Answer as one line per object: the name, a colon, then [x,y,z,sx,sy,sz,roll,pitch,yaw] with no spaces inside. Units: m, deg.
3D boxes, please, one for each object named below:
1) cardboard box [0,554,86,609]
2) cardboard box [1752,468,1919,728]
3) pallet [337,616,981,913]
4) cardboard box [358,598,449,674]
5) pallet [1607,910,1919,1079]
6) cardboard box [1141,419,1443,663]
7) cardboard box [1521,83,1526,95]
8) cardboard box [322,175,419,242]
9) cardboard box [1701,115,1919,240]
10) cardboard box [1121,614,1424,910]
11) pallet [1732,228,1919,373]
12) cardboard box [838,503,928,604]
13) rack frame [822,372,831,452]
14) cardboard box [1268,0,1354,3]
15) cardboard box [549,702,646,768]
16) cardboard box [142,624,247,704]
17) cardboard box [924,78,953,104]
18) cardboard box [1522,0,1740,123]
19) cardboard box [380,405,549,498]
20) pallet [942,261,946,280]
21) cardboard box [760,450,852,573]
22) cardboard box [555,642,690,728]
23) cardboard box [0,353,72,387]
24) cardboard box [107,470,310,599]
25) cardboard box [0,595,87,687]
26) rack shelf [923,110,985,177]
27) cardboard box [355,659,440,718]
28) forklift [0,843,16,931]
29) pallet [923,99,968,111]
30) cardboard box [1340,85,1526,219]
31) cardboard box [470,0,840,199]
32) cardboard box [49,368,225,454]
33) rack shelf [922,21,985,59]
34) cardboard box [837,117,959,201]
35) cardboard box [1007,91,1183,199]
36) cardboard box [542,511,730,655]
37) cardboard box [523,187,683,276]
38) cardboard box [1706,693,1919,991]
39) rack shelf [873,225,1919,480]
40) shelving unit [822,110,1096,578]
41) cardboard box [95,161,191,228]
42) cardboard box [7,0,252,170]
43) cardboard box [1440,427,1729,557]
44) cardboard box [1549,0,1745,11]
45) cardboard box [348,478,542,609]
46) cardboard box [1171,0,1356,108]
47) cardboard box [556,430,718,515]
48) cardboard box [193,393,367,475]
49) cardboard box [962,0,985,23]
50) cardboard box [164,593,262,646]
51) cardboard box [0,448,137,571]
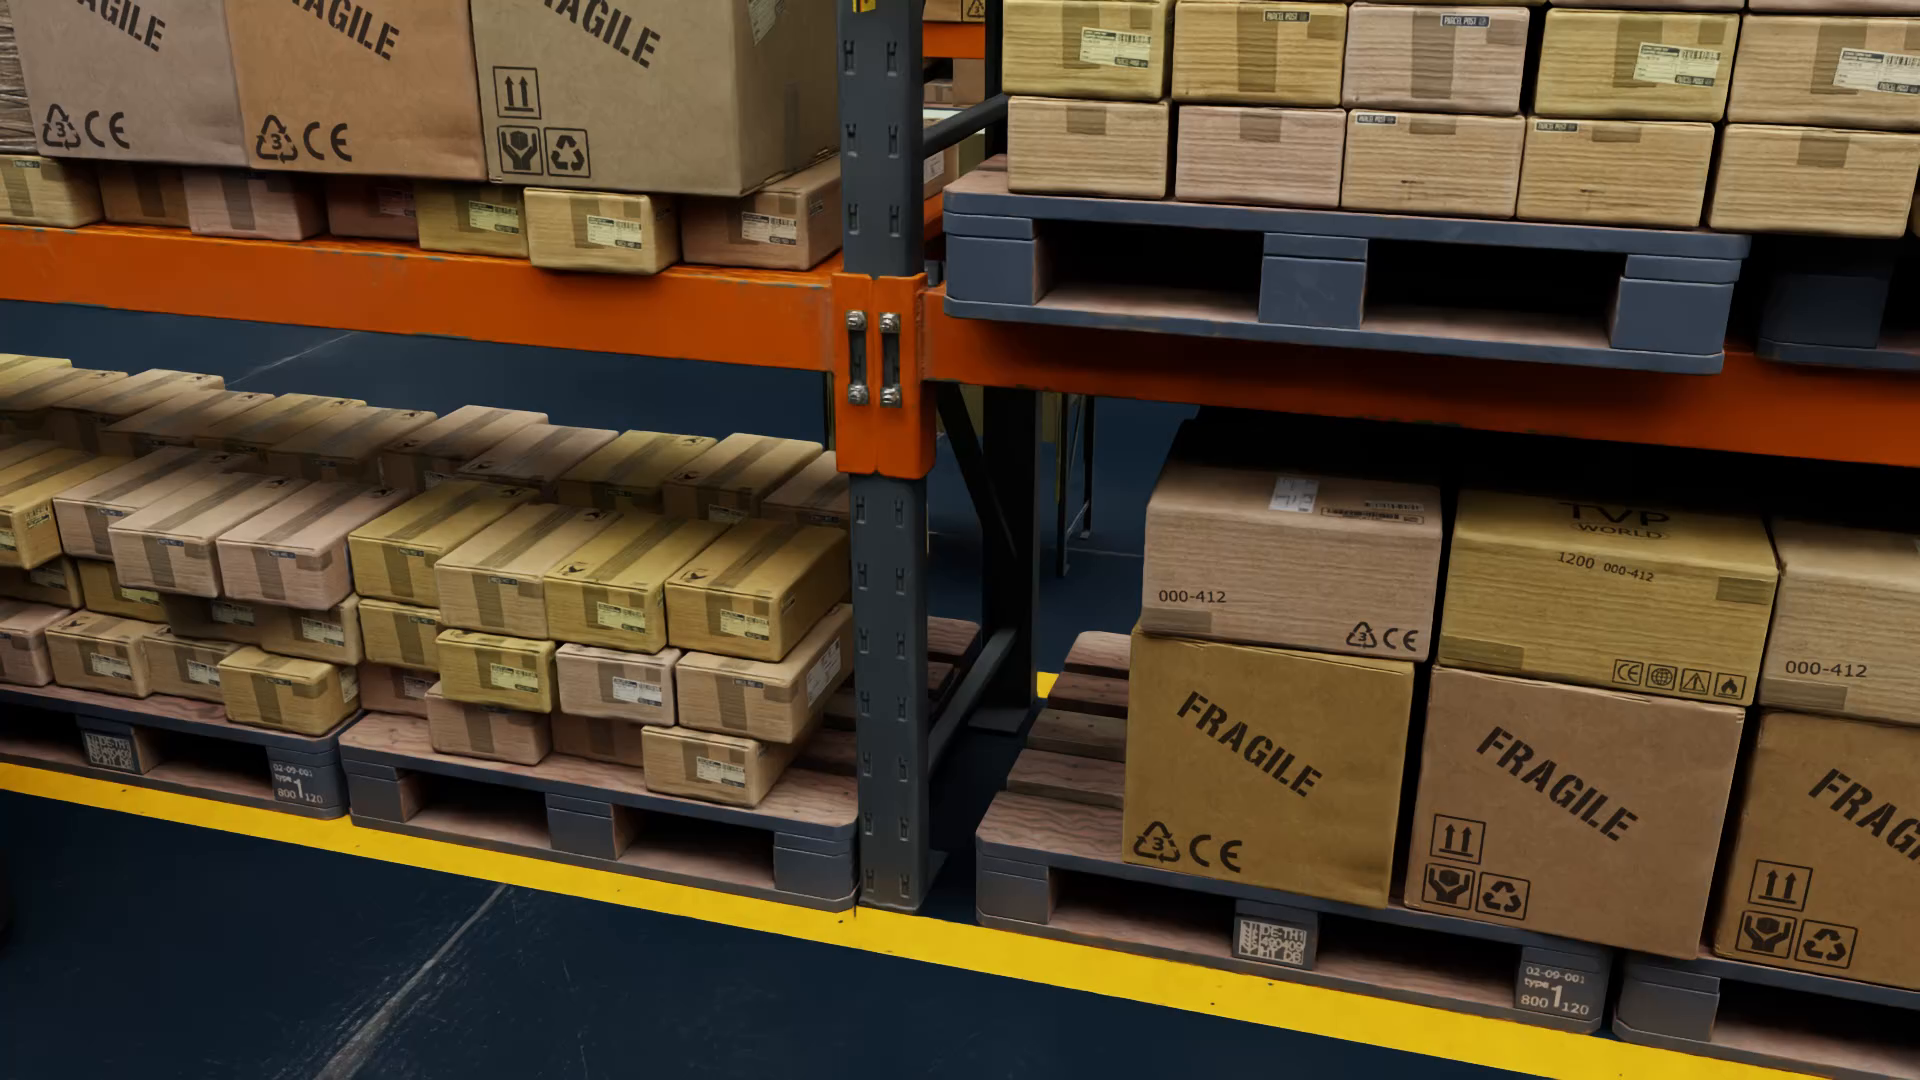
cardboard box: [-2.133,0.014,4.095,0.250,0.149,0.380,8,24,18]
cardboard box: [1.624,0.100,2.826,0.500,0.250,0.500,7,23,18]
pallet: [-0.657,0.422,3.963,1.213,0.211,1.003,7,23,16]
cardboard box: [-1.134,0.150,3.764,0.250,0.149,0.380,7,23,16]
pallet: [1.913,0.701,3.284,1.213,0.211,1.003,7,23,16]
cardboard box: [0.627,-0.015,3.106,0.500,0.250,0.500,6,23,13]
cardboard box: [1.160,-0.830,3.118,0.250,0.149,0.380,5,23,13]
cardboard box: [-1.089,-0.730,3.429,0.250,0.149,0.380,6,23,14]
cardboard box: [1.229,-0.562,2.466,0.250,0.149,0.380,6,23,13]
cardboard box: [0.627,0.332,3.248,0.500,0.500,0.500,7,23,18]
pallet: [1.918,-0.482,2.746,1.213,0.211,1.003,7,23,16]
cardboard box: [-0.259,0.024,4.071,0.250,0.149,0.380,8,24,18]
rack frame: [-0.344,-0.733,5.081,0.023,1.500,0.400,7,23,16]
cardboard box: [0.509,-0.922,2.559,0.250,0.149,0.380,7,23,17]
cardboard box: [-0.703,0.339,3.693,0.250,0.149,0.380,7,23,17]
cardboard box: [-1.699,0.232,3.956,0.250,0.149,0.380,7,23,17]
cardboard box: [-0.117,-3.572,13.230,0.250,0.149,0.380,6,23,13]
cardboard box: [0.985,-0.729,2.479,0.250,0.149,0.380,6,23,13]
cardboard box: [-1.253,-0.210,4.249,0.250,0.149,0.380,7,23,17]
pallet: [0.623,-1.439,8.499,1.213,0.211,1.003,7,23,16]
cardboard box: [-0.274,-0.071,3.910,0.250,0.149,0.380,8,23,18]
cardboard box: [-0.660,0.236,3.554,0.250,0.149,0.380,5,23,13]
cardboard box: [-2.745,-0.400,4.711,0.250,0.149,0.380,6,23,14]
cardboard box: [-1.690,-0.019,3.782,0.250,0.149,0.380,6,23,14]
cardboard box: [-2.212,0.196,4.042,0.250,0.149,0.380,5,23,13]
rack shelf: [0.006,-1.054,4.836,0.720,0.370,0.431,7,23,16]
cardboard box: [-1.191,0.261,3.885,0.250,0.149,0.380,6,23,14]
forklift: [-3.319,-0.323,2.195,3.031,2.935,1.130,-17,28,-36]
pallet: [-0.234,-3.474,13.460,1.213,0.211,1.003,7,23,16]
cardboard box: [0.745,-0.618,2.602,0.250,0.149,0.380,7,23,16]
cardboard box: [-0.549,-0.942,3.089,0.500,0.500,0.500,7,23,16]
cardboard box: [-2.242,-0.339,4.563,0.250,0.149,0.380,7,23,17]
rack shelf: [-0.586,-2.503,8.368,4.000,0.370,1.077,7,23,16]
cardboard box: [-0.181,-0.841,3.699,0.250,0.149,0.380,7,23,17]
cardboard box: [0.240,-0.675,2.741,0.250,0.149,0.380,5,23,13]
cardboard box: [-0.676,0.084,3.532,0.250,0.149,0.380,7,23,16]
cardboard box: [-0.623,-0.626,3.175,0.250,0.149,0.380,6,23,14]
cardboard box: [1.639,0.442,2.980,0.500,0.500,0.500,7,23,16]
rack shelf: [1.911,-0.255,2.888,4.000,0.370,1.077,7,23,16]
shelving unit: [0.006,-0.693,4.984,0.755,1.500,0.431,7,23,16]
cardboard box: [-1.599,-0.780,3.551,0.250,0.149,0.380,6,23,15]
cardboard box: [-1.522,-1.054,3.363,0.500,0.500,0.500,6,23,15]
cardboard box: [1.270,-0.141,3.414,0.500,0.250,0.500,8,24,18]
cardboard box: [0.992,-0.865,2.419,0.250,0.149,0.380,6,23,15]
cardboard box: [-1.142,0.003,3.730,0.250,0.149,0.380,7,23,17]
cardboard box: [0.489,-0.785,2.617,0.250,0.149,0.380,6,23,14]
cardboard box: [-0.777,-0.132,4.060,0.250,0.149,0.380,6,23,15]
cardboard box: [-1.763,-0.251,4.350,0.250,0.149,0.380,7,23,16]
cardboard box: [0.317,-2.675,7.708,0.500,0.500,0.500,6,23,14]
cardboard box: [-1.634,0.092,3.904,0.250,0.149,0.380,5,23,13]
cardboard box: [-2.165,-0.078,3.928,0.250,0.149,0.380,7,23,16]
